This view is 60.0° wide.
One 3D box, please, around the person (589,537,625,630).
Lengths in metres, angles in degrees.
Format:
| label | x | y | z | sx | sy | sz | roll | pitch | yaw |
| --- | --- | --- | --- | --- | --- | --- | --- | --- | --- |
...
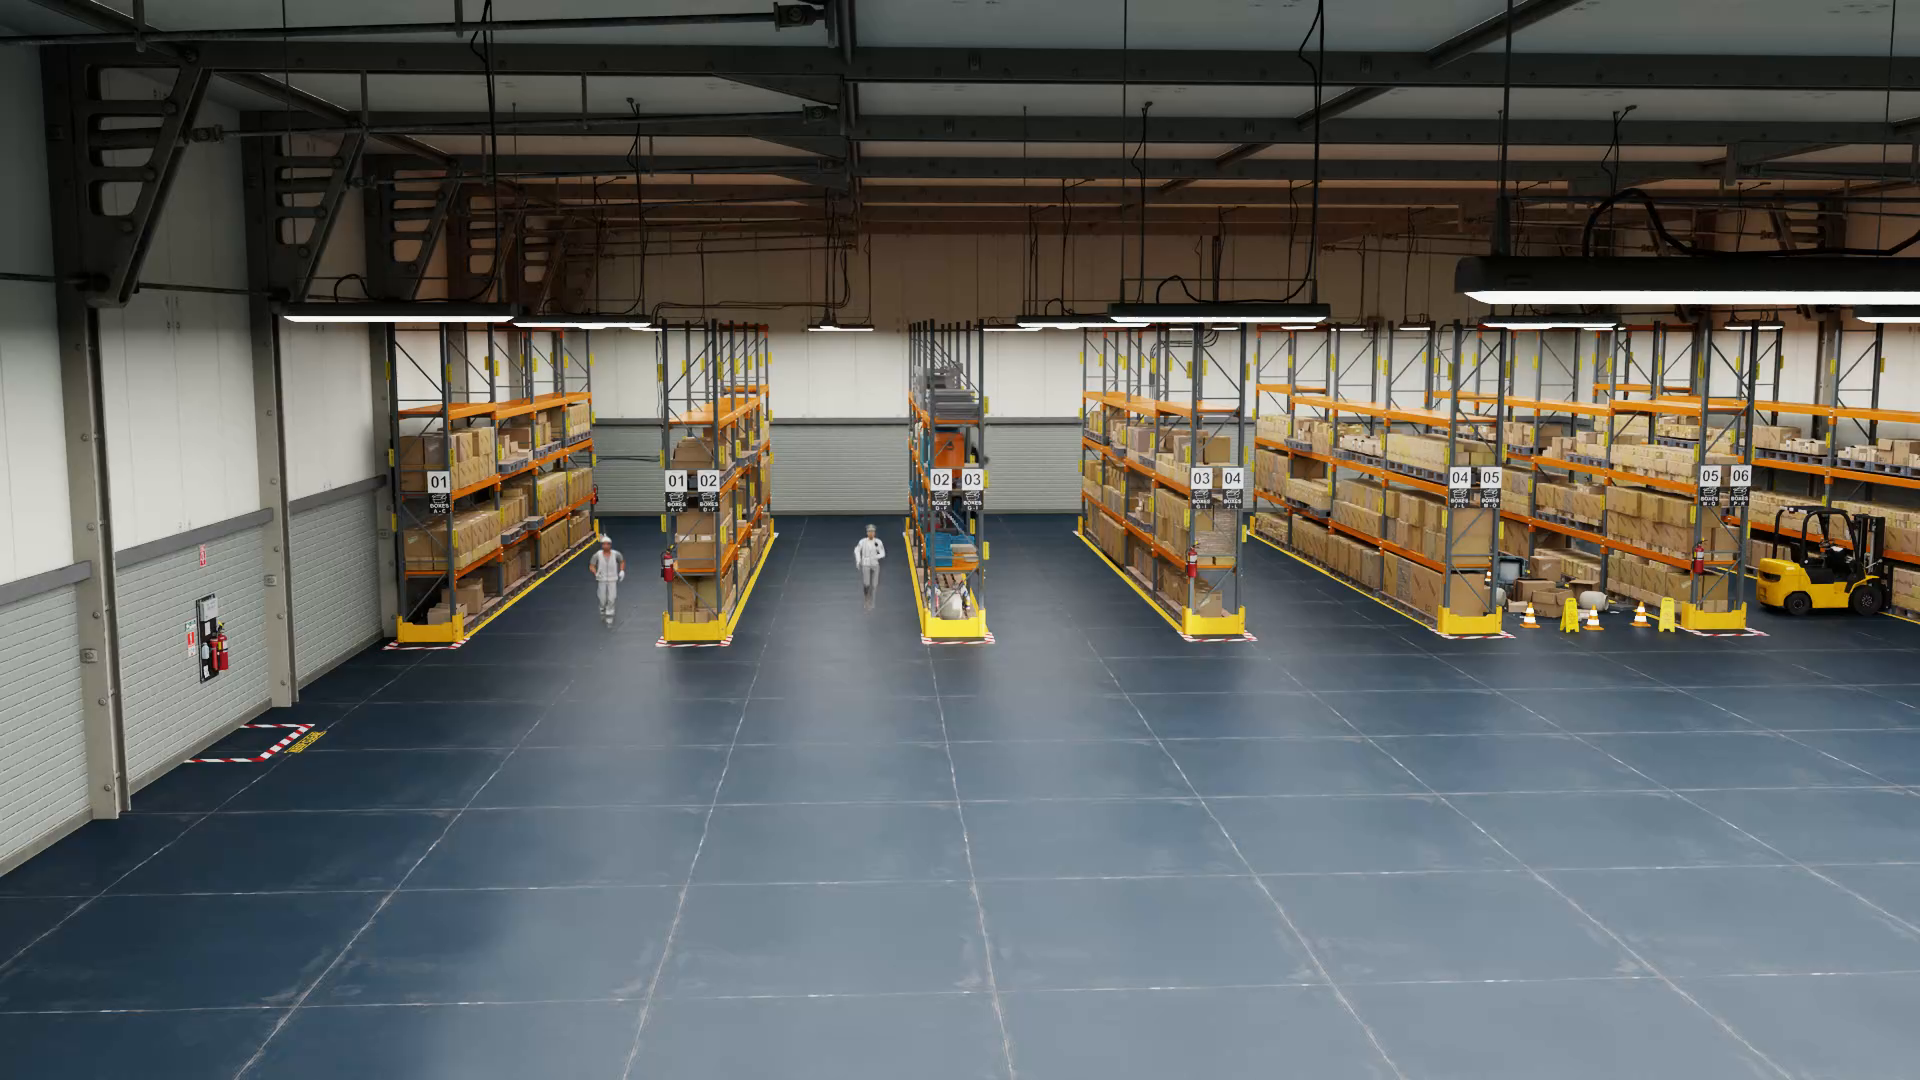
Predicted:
| label | x | y | z | sx | sy | sz | roll | pitch | yaw |
| --- | --- | --- | --- | --- | --- | --- | --- | --- | --- |
| person | -6.905 | 0.823 | 32.587 | 0.685 | 1.790 | 0.791 | -2 | 7 | -14 |

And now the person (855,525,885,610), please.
| label | x | y | z | sx | sy | sz | roll | pitch | yaw |
| --- | --- | --- | --- | --- | --- | --- | --- | --- | --- |
| person | -1.776 | 0.540 | 32.938 | 0.593 | 1.702 | 0.612 | -1 | 7 | -5 |
